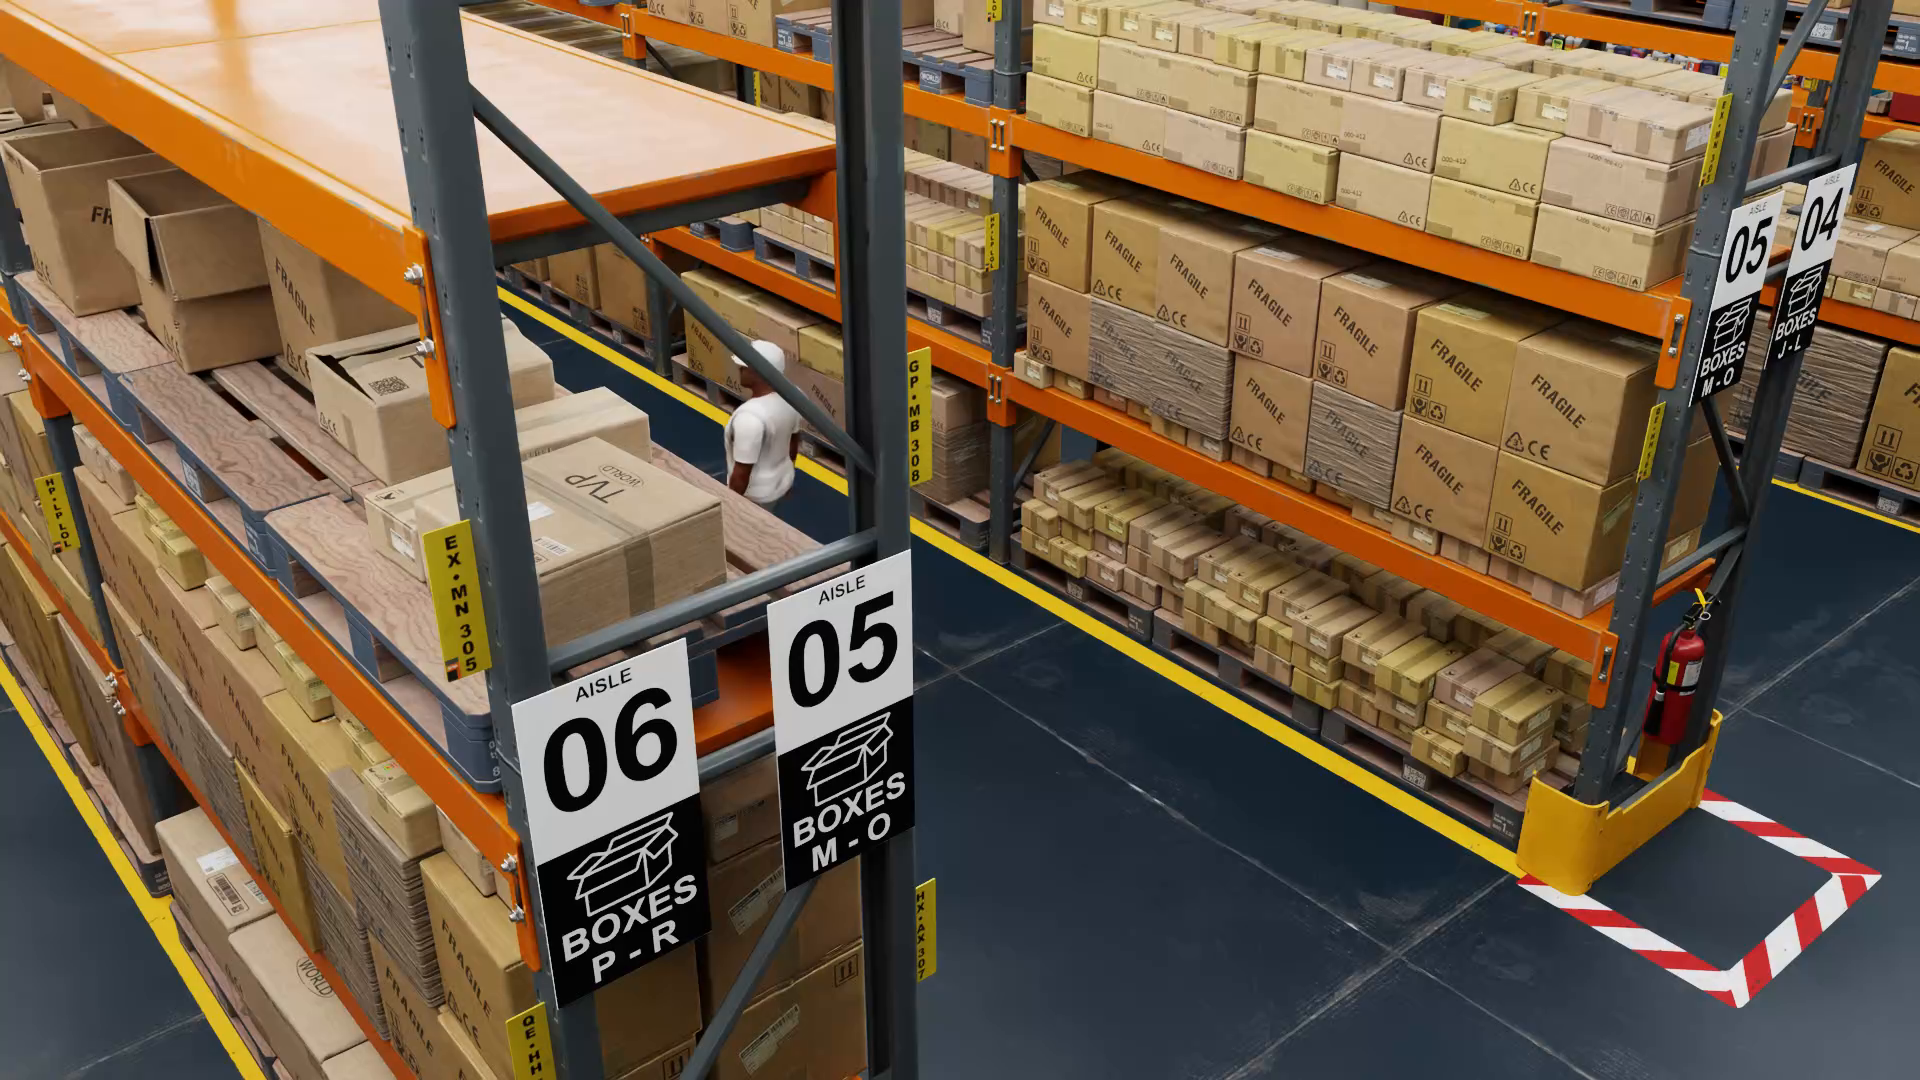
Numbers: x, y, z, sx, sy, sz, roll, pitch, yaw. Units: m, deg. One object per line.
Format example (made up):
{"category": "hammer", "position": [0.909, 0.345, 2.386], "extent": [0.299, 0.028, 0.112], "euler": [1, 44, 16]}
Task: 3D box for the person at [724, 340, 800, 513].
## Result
{"category": "person", "position": [-1.148, -0.294, 9.282], "extent": [0.468, 1.760, 0.607], "euler": [11, 30, 20]}
